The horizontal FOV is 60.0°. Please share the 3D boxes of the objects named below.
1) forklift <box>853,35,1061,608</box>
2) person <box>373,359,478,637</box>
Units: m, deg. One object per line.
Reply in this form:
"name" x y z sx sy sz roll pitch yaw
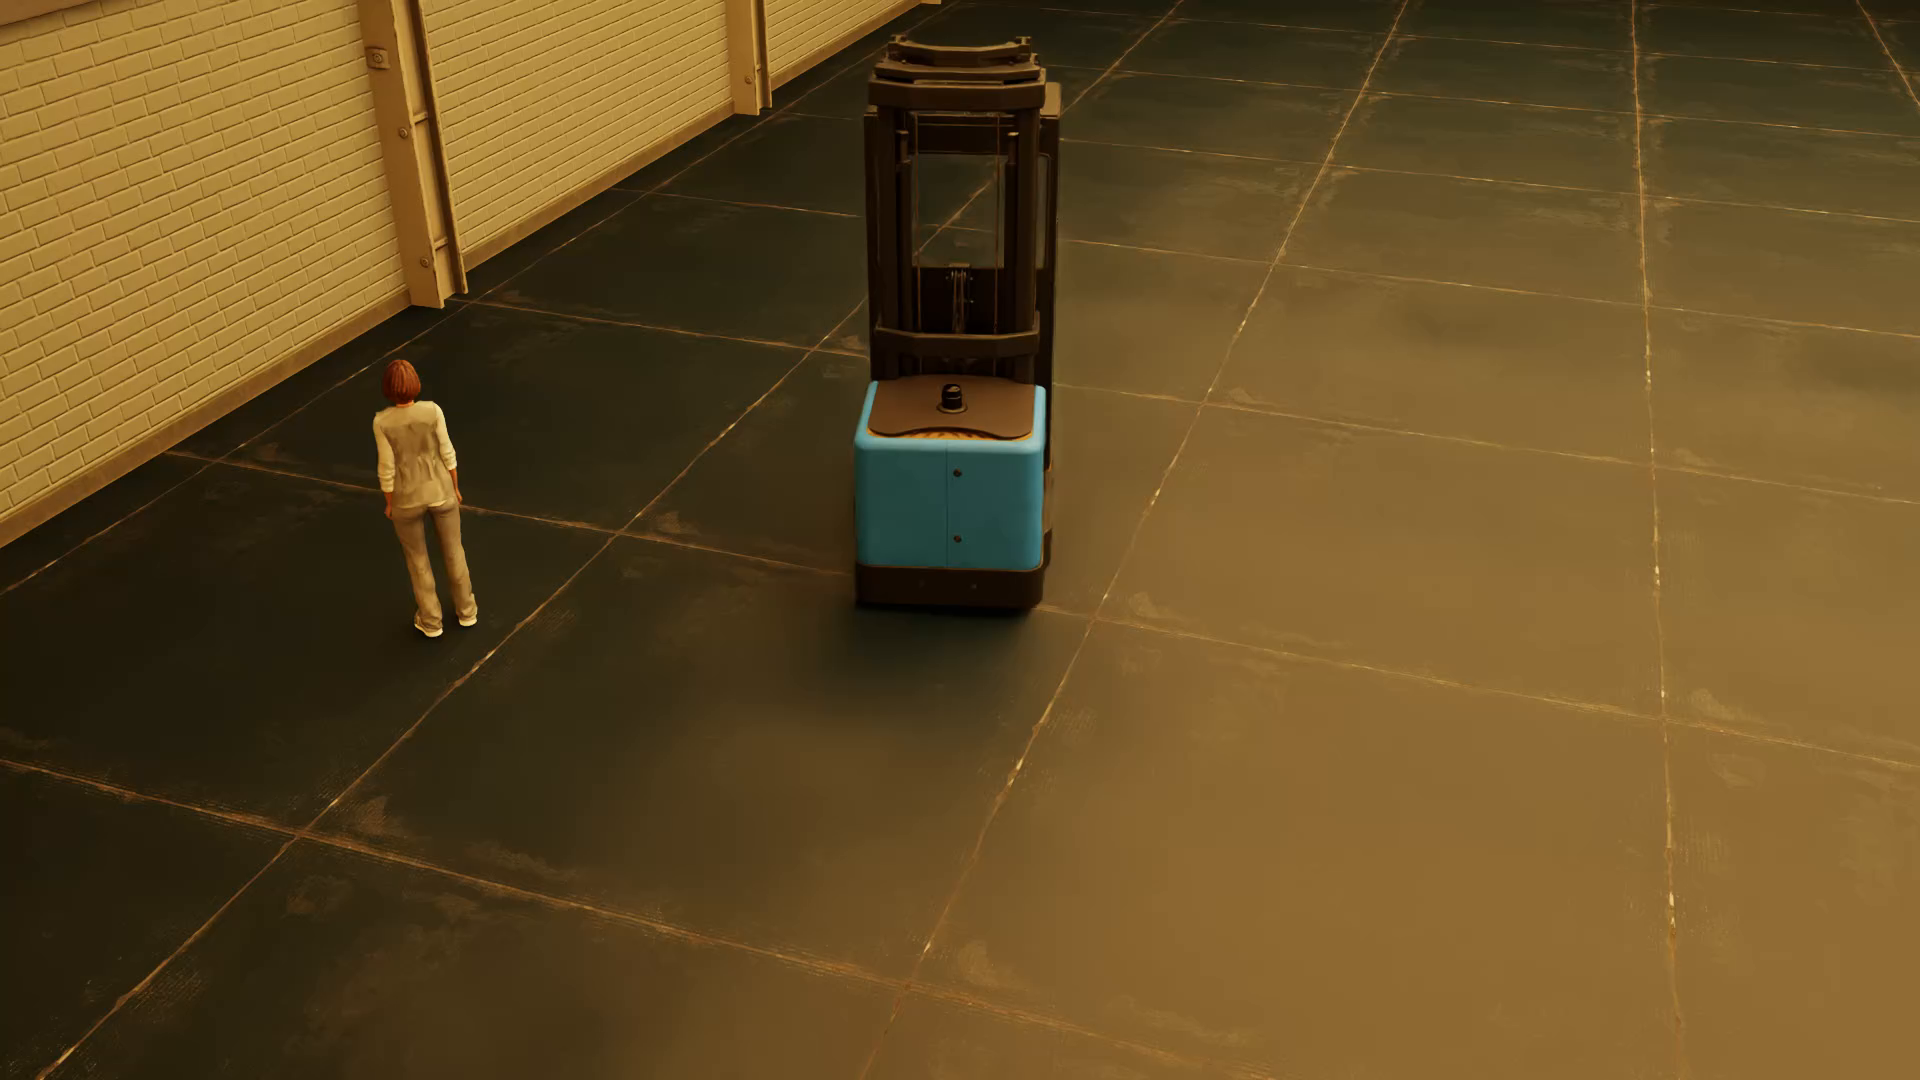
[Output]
"forklift" 0.025 -1.592 9.928 1.130 2.935 3.031 2 30 3
"person" -2.869 -0.223 8.872 0.410 1.604 0.314 -15 33 -24
